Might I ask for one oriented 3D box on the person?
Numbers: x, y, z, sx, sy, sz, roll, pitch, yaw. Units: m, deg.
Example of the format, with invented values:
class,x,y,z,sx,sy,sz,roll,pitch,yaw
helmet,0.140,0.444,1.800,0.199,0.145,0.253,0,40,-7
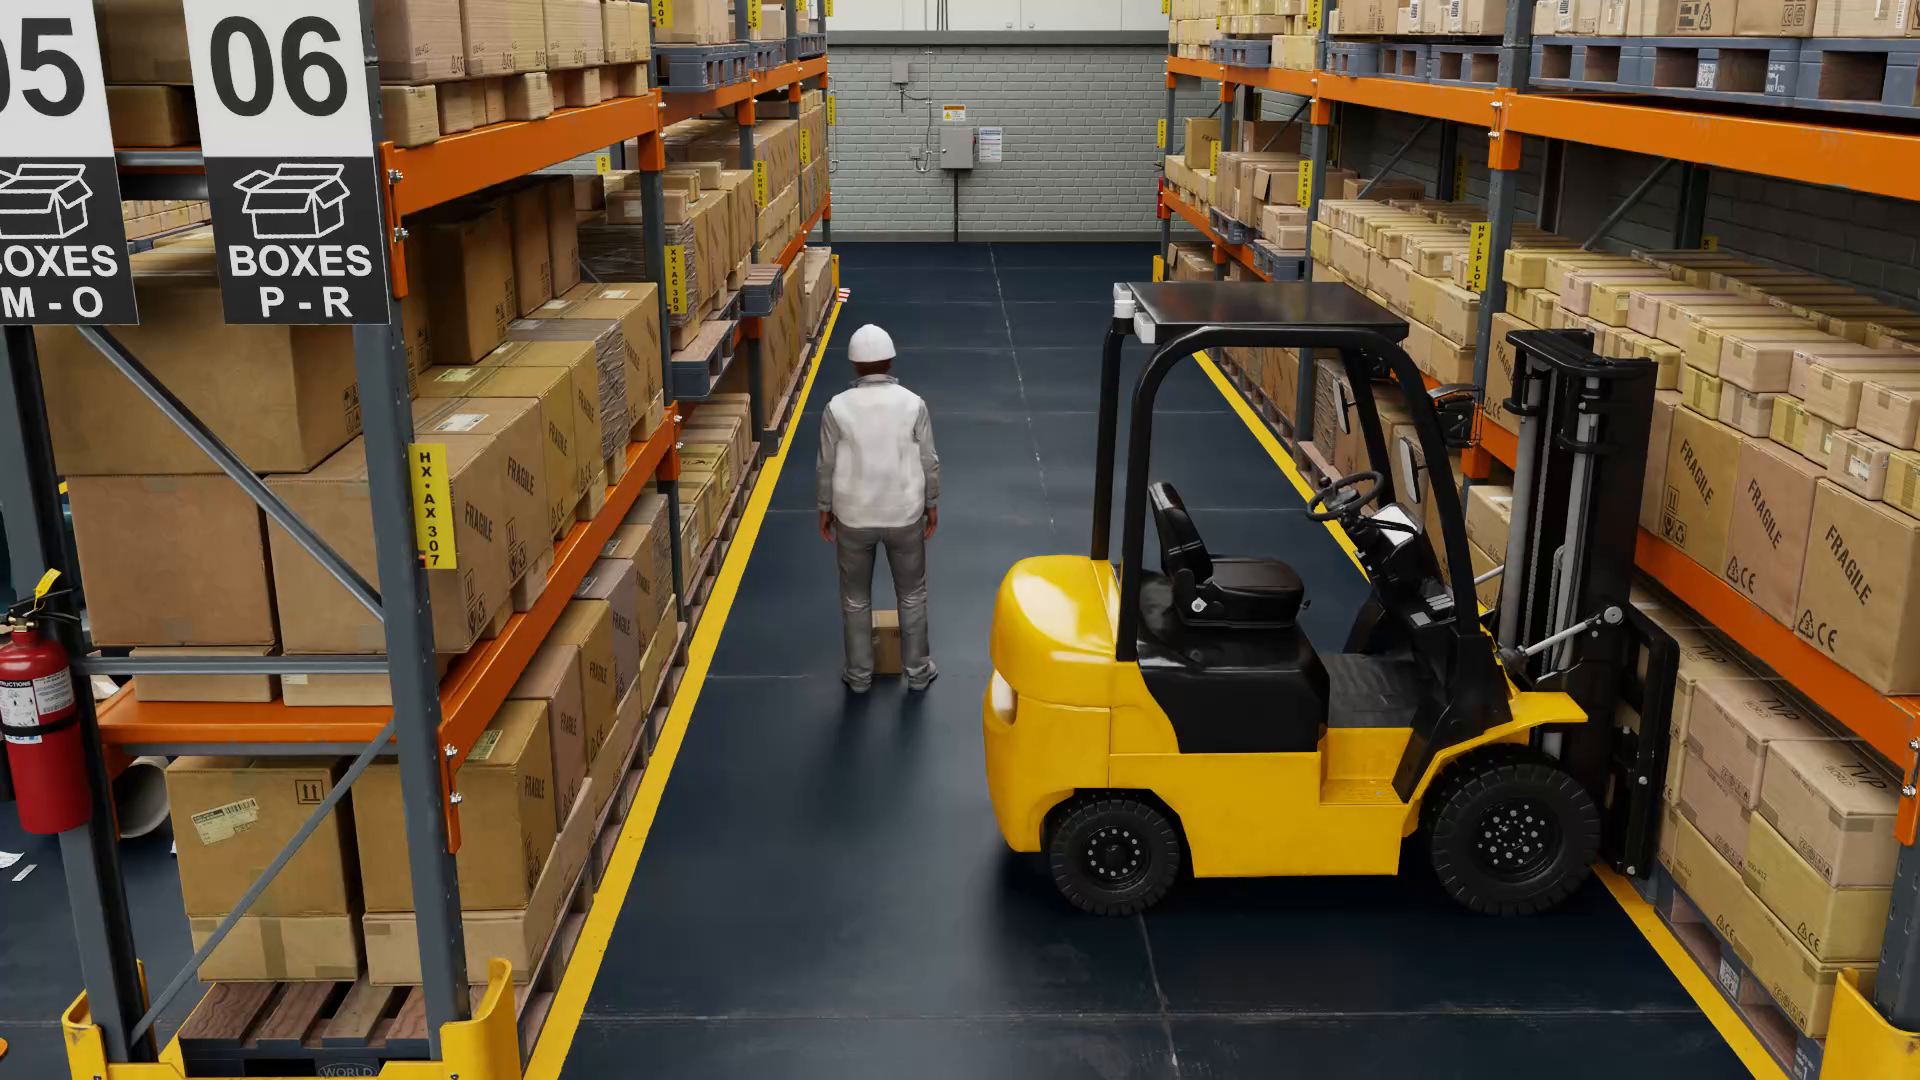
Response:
class,x,y,z,sx,sy,sz,roll,pitch,yaw
person,-0.390,-0.137,7.946,0.588,1.771,0.465,-2,17,-5
